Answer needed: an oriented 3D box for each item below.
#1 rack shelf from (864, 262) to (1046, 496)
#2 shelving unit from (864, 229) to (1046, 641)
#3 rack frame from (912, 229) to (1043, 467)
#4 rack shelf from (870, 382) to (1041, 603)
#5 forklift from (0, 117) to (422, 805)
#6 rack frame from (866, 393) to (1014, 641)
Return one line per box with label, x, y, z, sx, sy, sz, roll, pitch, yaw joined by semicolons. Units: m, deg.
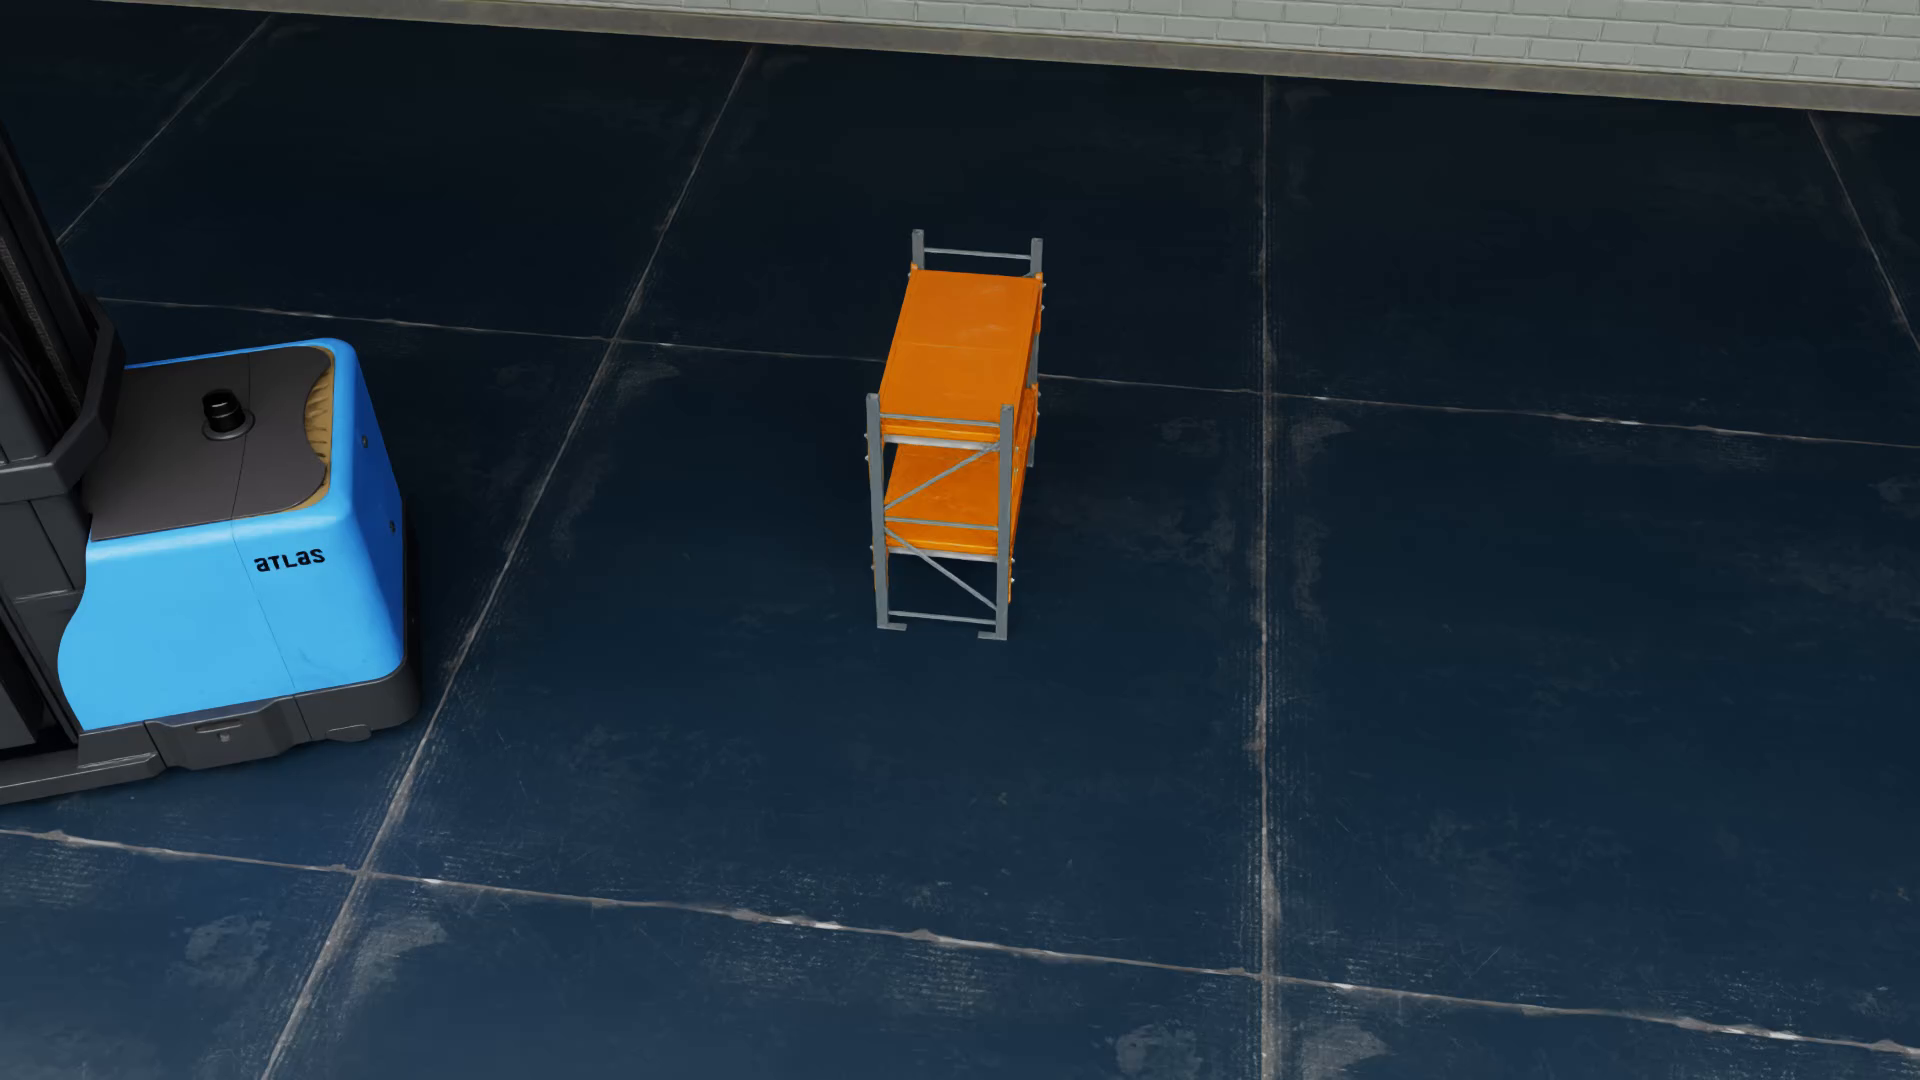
rack shelf;-0.001;-0.616;6.157;0.538;0.278;1.000;5;44;6
shelving unit;-0.001;-0.404;6.358;0.538;1.125;1.048;5;44;6
rack frame;0.066;-0.750;6.724;0.500;1.125;0.032;5;44;6
rack shelf;-0.001;-0.226;6.526;0.538;0.278;1.000;5;44;6
forklift;-3.522;-0.459;5.103;3.031;2.935;1.130;-10;44;-10
rack frame;-0.068;-0.057;5.992;0.500;1.125;0.032;5;44;6
